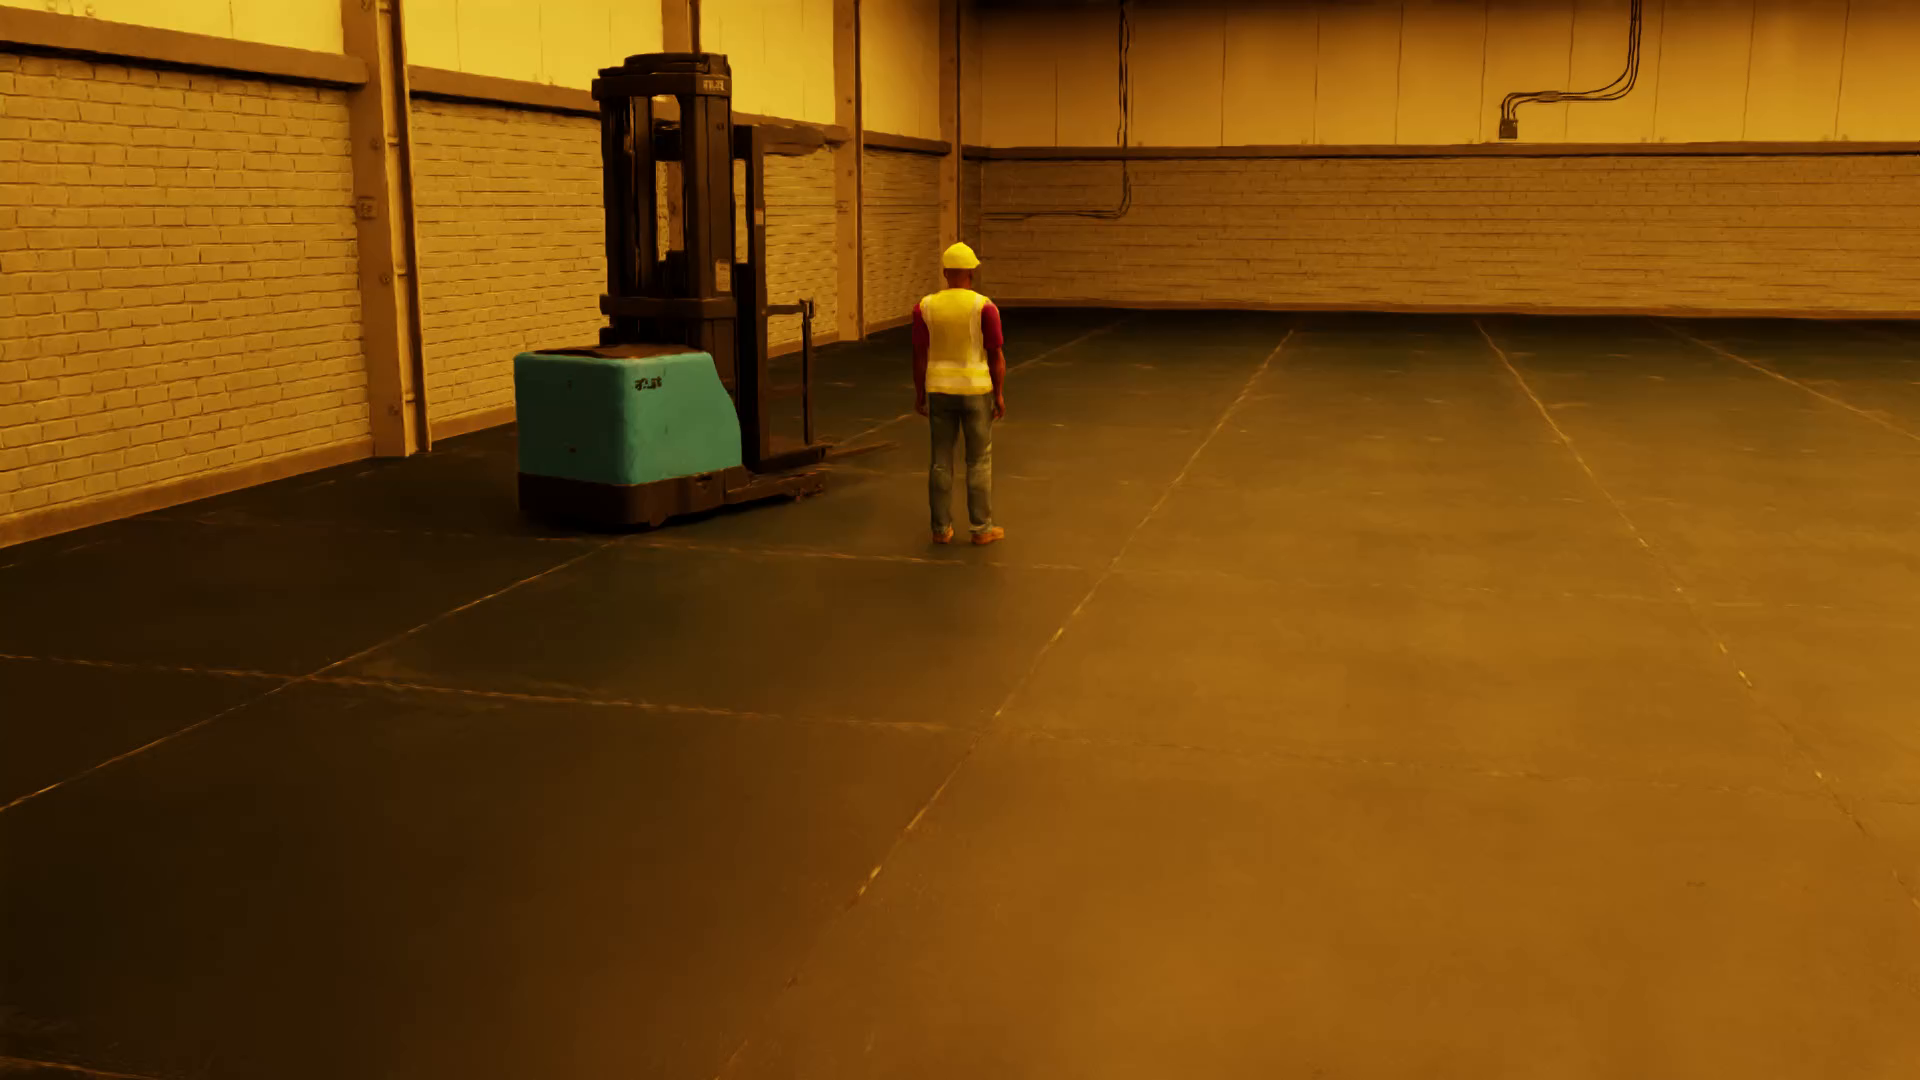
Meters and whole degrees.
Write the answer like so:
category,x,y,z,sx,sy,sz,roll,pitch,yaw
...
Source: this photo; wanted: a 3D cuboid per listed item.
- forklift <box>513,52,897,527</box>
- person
category,x,y,z,sx,sy,sz,roll,pitch,yaw
forklift,-1.604,-1.760,11.378,1.130,2.935,3.031,8,14,33
person,0.002,-0.869,9.903,0.559,1.771,0.367,3,12,14
